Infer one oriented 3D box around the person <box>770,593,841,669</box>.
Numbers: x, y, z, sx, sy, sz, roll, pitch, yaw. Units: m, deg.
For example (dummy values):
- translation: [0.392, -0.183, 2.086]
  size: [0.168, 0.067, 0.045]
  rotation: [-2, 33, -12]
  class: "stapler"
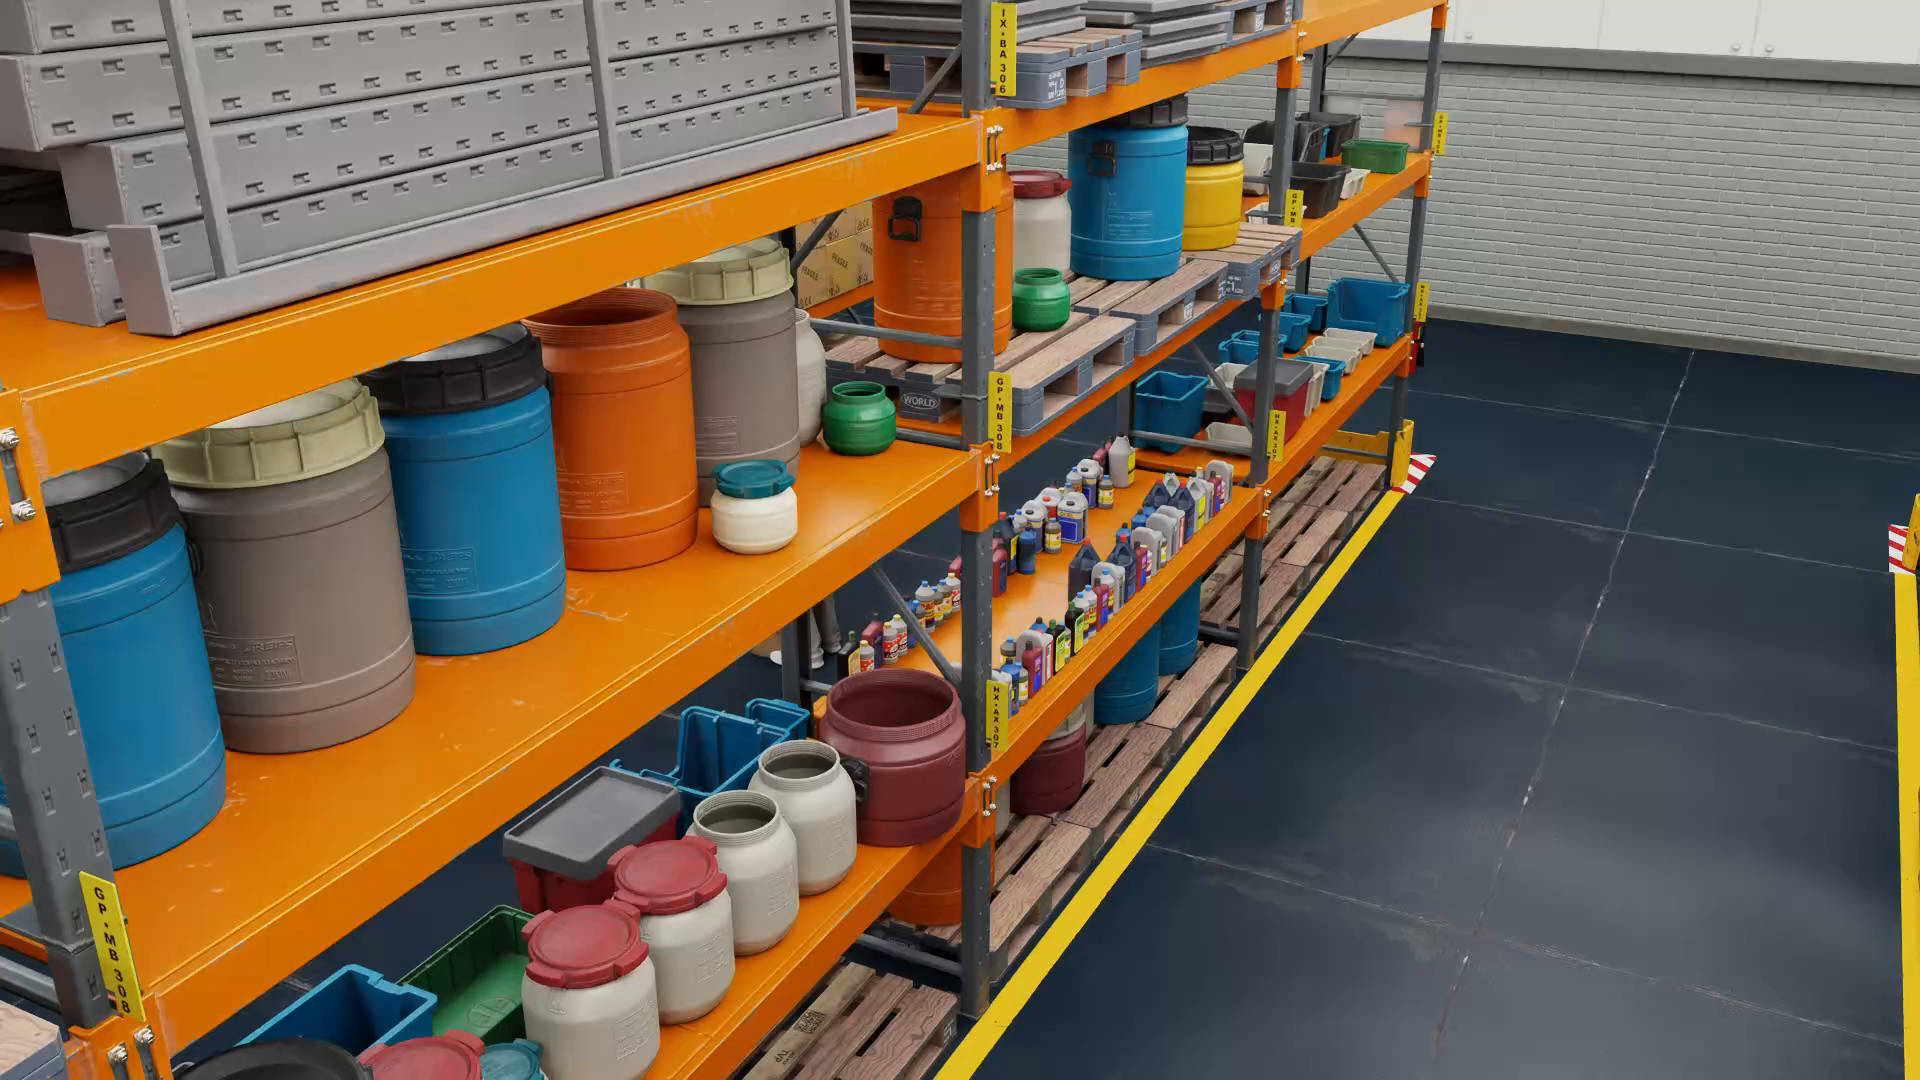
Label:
- translation: [-1.018, -0.032, 10.860]
  size: [0.421, 1.774, 0.642]
  rotation: [11, 25, 25]
  class: "person"
